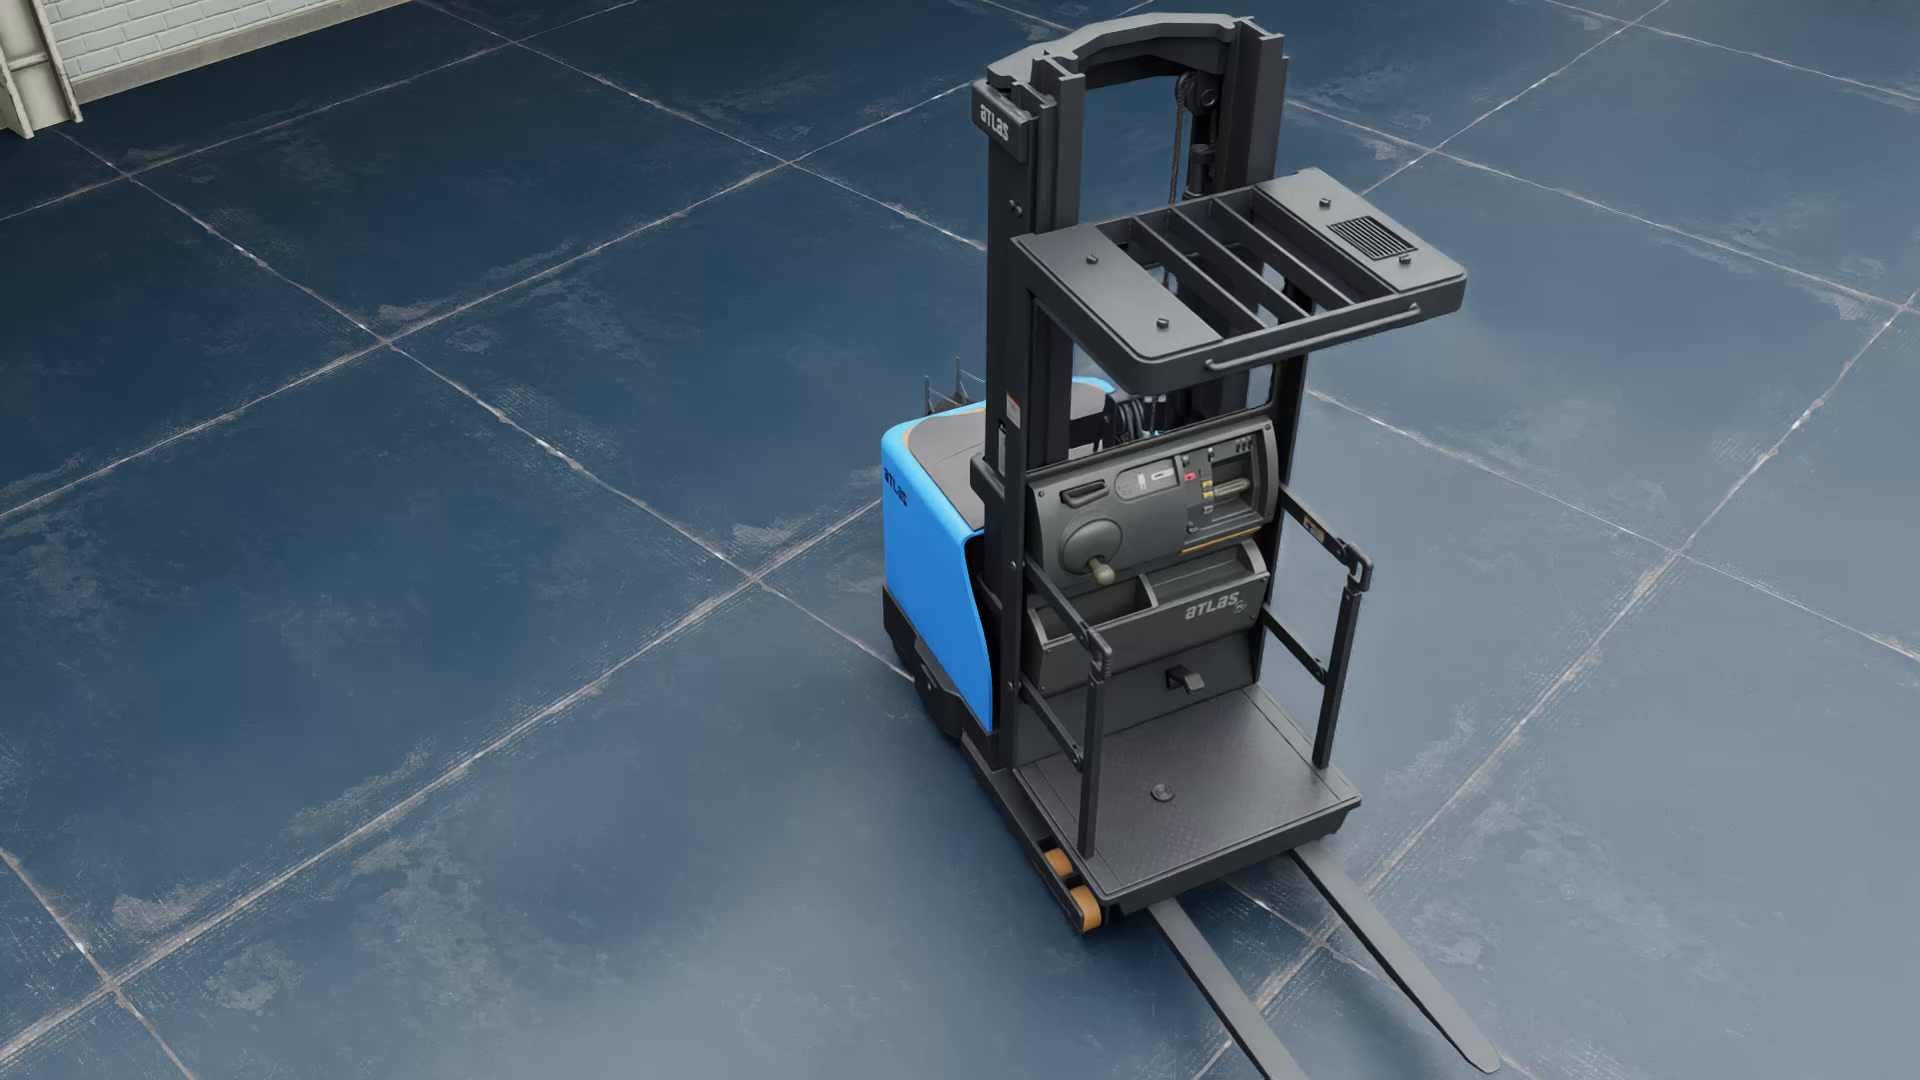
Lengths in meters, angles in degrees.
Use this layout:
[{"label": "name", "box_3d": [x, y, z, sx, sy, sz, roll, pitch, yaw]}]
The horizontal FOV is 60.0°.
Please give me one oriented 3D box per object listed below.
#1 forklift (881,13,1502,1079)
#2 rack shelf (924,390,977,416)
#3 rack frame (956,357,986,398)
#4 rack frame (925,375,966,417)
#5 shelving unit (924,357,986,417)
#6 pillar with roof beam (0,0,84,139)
[{"label": "forklift", "box_3d": [0.766, -0.055, 5.464, 1.130, 2.935, 3.031, -17, 41, -20]}, {"label": "rack shelf", "box_3d": [0.005, -0.541, 7.327, 0.258, 0.077, 0.200, 30, 47, 32]}, {"label": "rack frame", "box_3d": [0.074, -0.403, 7.533, 0.240, 0.900, 0.006, 30, 47, 32]}, {"label": "rack frame", "box_3d": [-0.063, -0.309, 7.416, 0.240, 0.900, 0.006, 30, 47, 32]}, {"label": "shelving unit", "box_3d": [0.005, -0.356, 7.475, 0.258, 0.900, 0.210, 30, 47, 32]}, {"label": "pillar with roof beam", "box_3d": [-3.050, -4.553, 6.246, 9.100, 9.000, 0.400, 30, 47, 32]}]
